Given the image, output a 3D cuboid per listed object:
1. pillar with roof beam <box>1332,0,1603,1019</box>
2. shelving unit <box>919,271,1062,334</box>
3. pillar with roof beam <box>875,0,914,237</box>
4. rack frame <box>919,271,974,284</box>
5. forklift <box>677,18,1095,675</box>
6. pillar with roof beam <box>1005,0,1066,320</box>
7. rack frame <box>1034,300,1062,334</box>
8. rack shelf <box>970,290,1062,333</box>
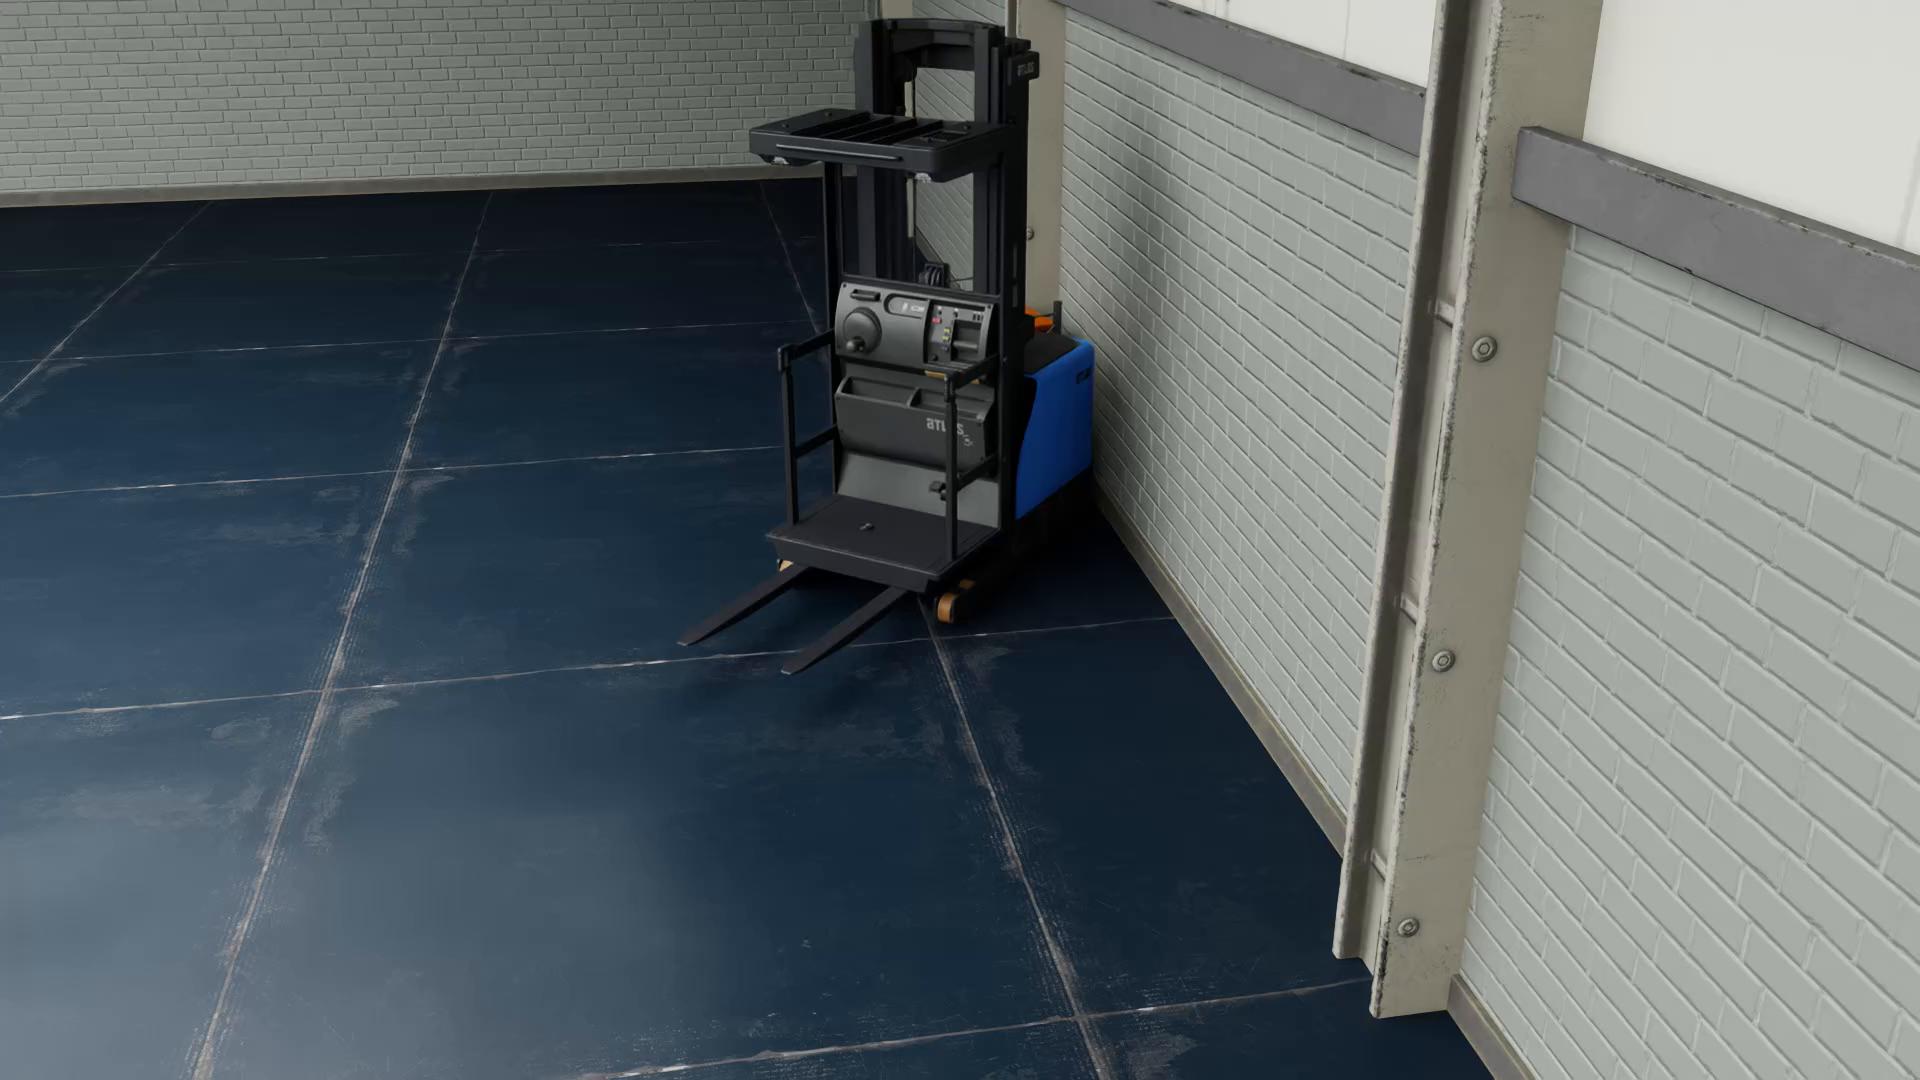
[{"bbox_3d":[-2.649,-2.203,3.551,9.100,9.000,0.400,-4,24,-10],"label":"pillar with roof beam"},{"bbox_3d":[0.181,-1.111,10.888,0.538,1.125,1.048,-11,26,-23],"label":"shelving unit"},{"bbox_3d":[-4.868,-6.923,14.358,9.100,9.000,0.400,-4,24,-10],"label":"pillar with roof beam"},{"bbox_3d":[-0.039,-1.294,11.308,0.500,1.125,0.032,-11,26,-23],"label":"rack frame"},{"bbox_3d":[-0.349,-1.107,8.622,1.130,2.935,3.031,12,27,26],"label":"forklift"},{"bbox_3d":[-3.759,-4.563,8.954,9.100,9.000,0.400,-4,24,-10],"label":"pillar with roof beam"},{"bbox_3d":[0.402,-0.928,10.468,0.500,1.125,0.032,-11,26,-23],"label":"rack frame"},{"bbox_3d":[0.181,-1.379,10.771,0.538,0.278,1.000,-11,26,-23],"label":"rack shelf"}]
